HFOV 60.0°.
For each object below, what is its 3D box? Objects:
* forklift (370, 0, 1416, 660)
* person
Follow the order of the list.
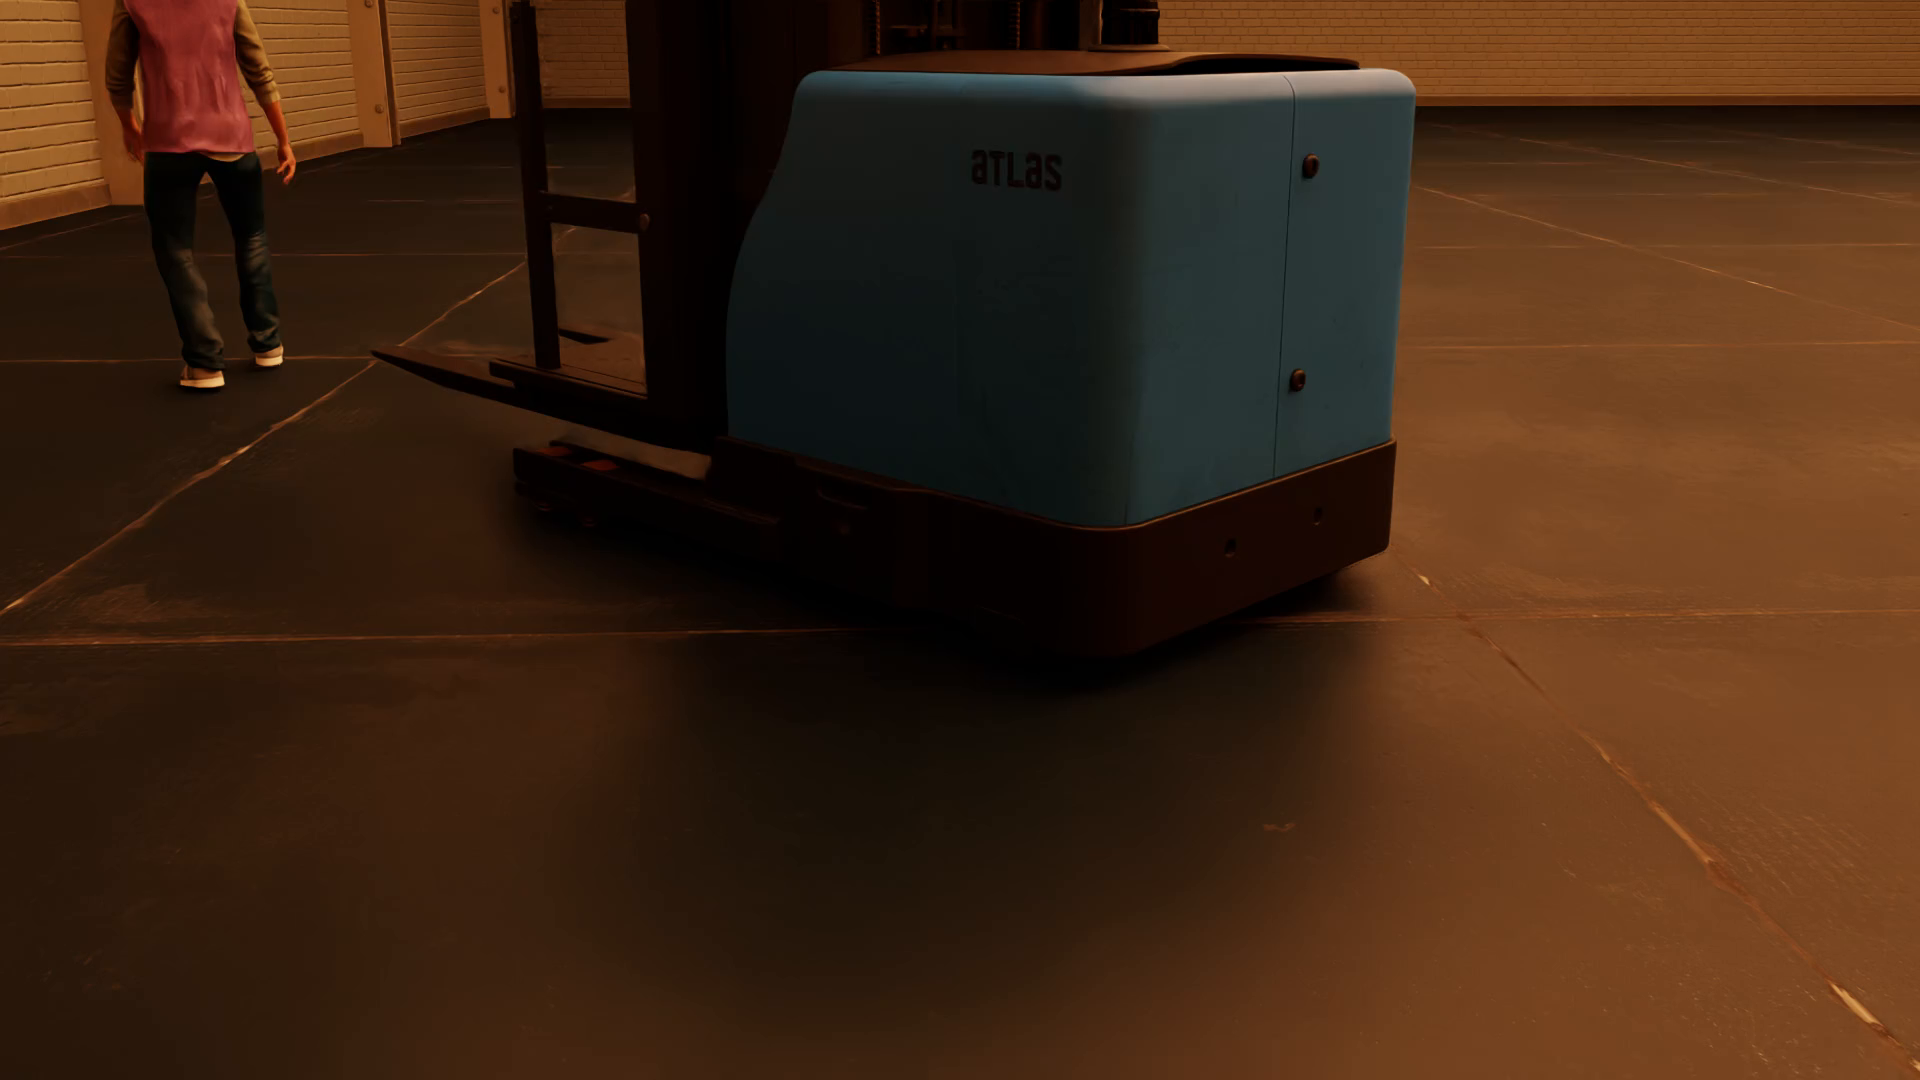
[{"bbox_3d":[-0.470,-1.527,3.899,3.031,2.935,1.130,16,23,42],"label":"forklift"},{"bbox_3d":[-2.523,-1.313,5.578,0.527,1.549,0.617,-12,21,-34],"label":"person"}]
